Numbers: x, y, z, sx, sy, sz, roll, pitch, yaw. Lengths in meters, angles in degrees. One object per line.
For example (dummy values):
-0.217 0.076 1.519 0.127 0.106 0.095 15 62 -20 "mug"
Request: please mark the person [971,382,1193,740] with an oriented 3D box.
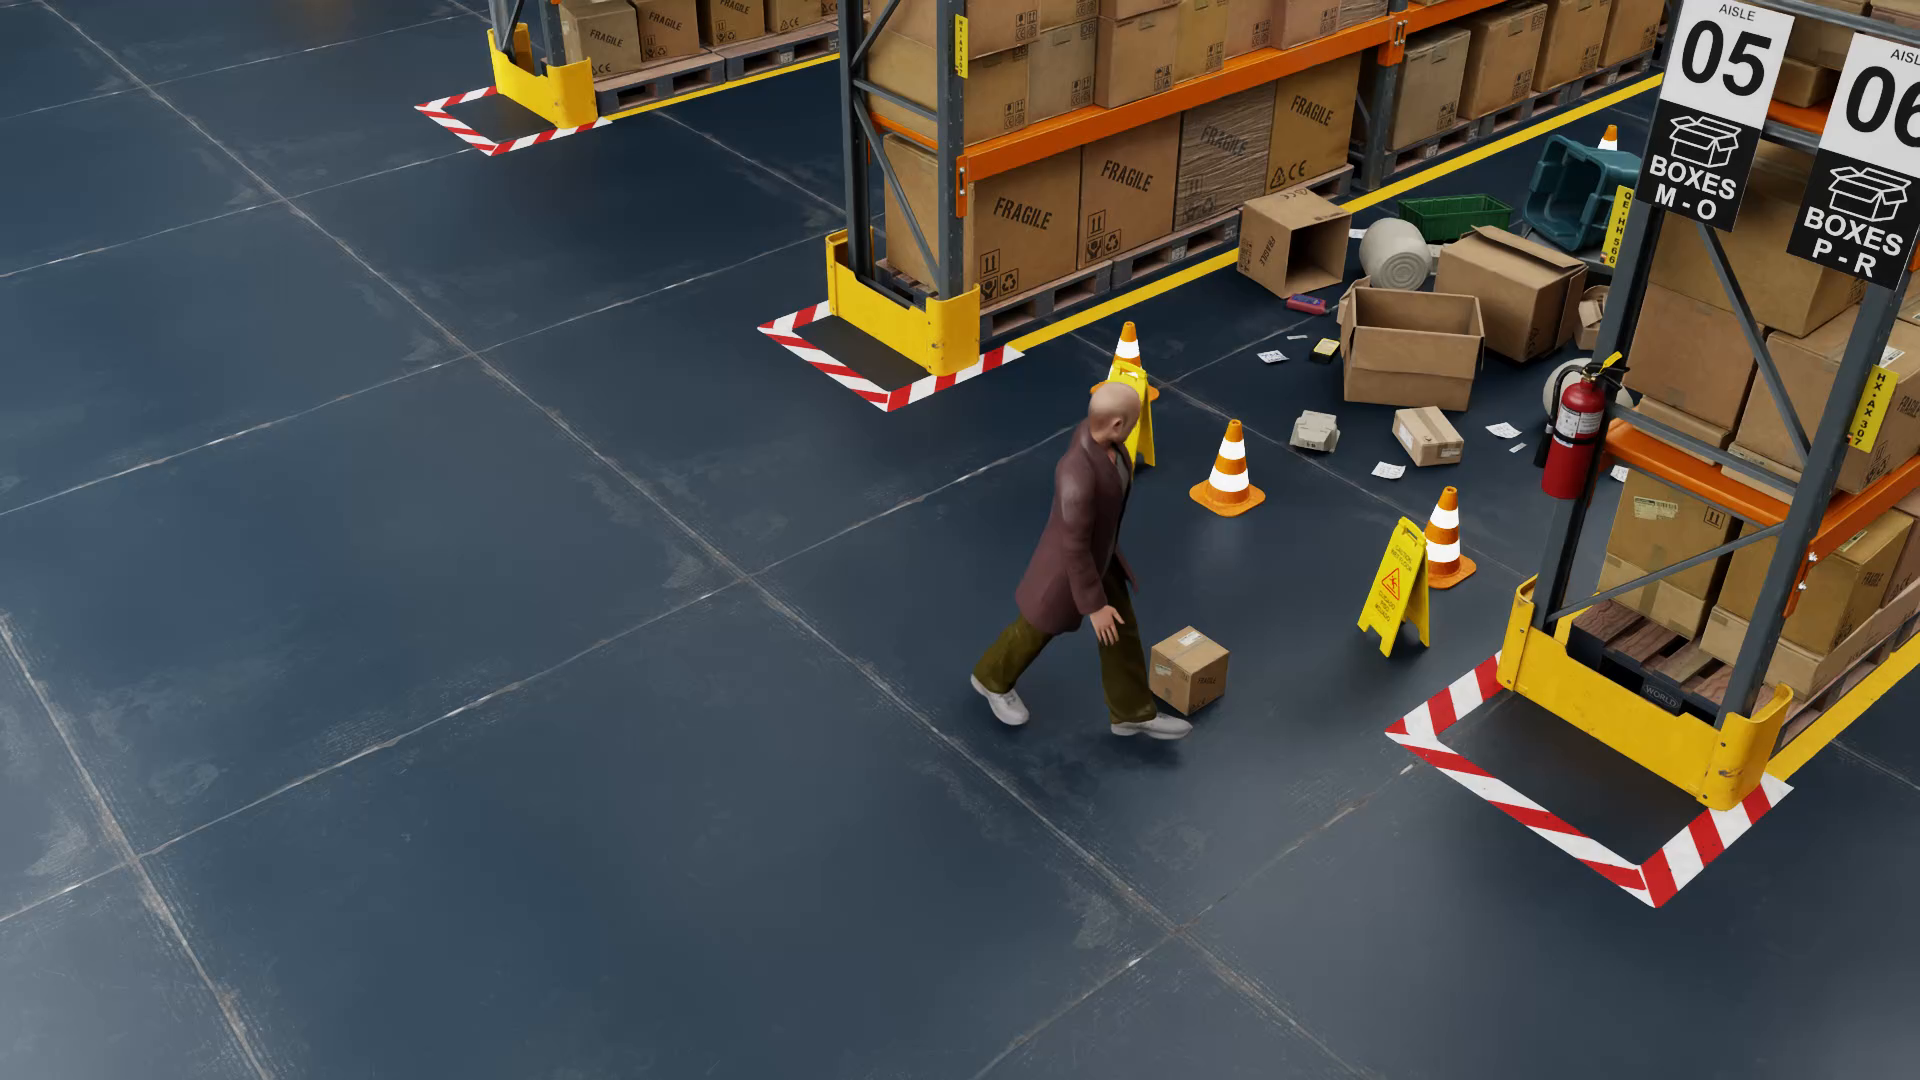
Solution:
0.516 0.112 6.937 1.035 1.736 0.641 16 38 21 "person"
